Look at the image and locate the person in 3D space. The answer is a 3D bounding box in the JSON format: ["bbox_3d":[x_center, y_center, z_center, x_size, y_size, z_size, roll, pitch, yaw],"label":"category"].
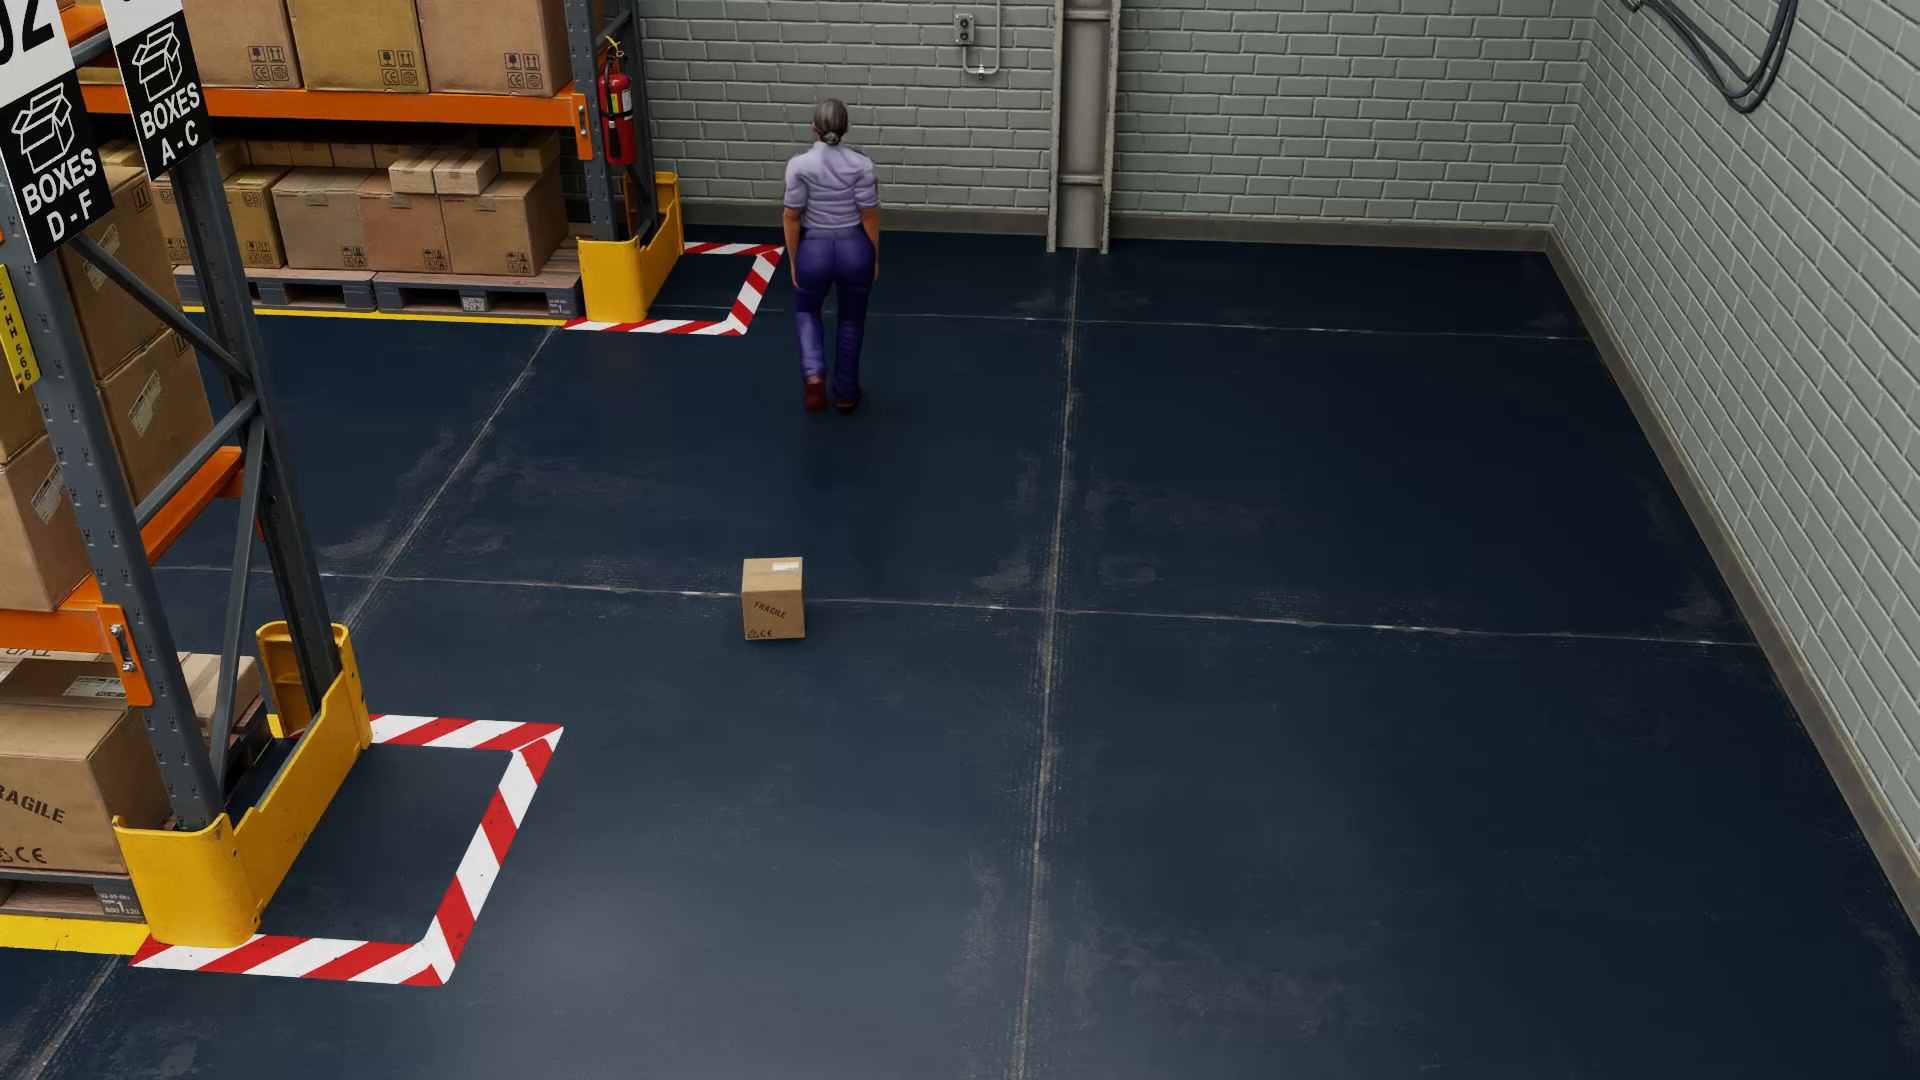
[{"bbox_3d":[-0.636,-1.393,8.326,0.472,1.631,0.500,-2,32,-2],"label":"person"}]
